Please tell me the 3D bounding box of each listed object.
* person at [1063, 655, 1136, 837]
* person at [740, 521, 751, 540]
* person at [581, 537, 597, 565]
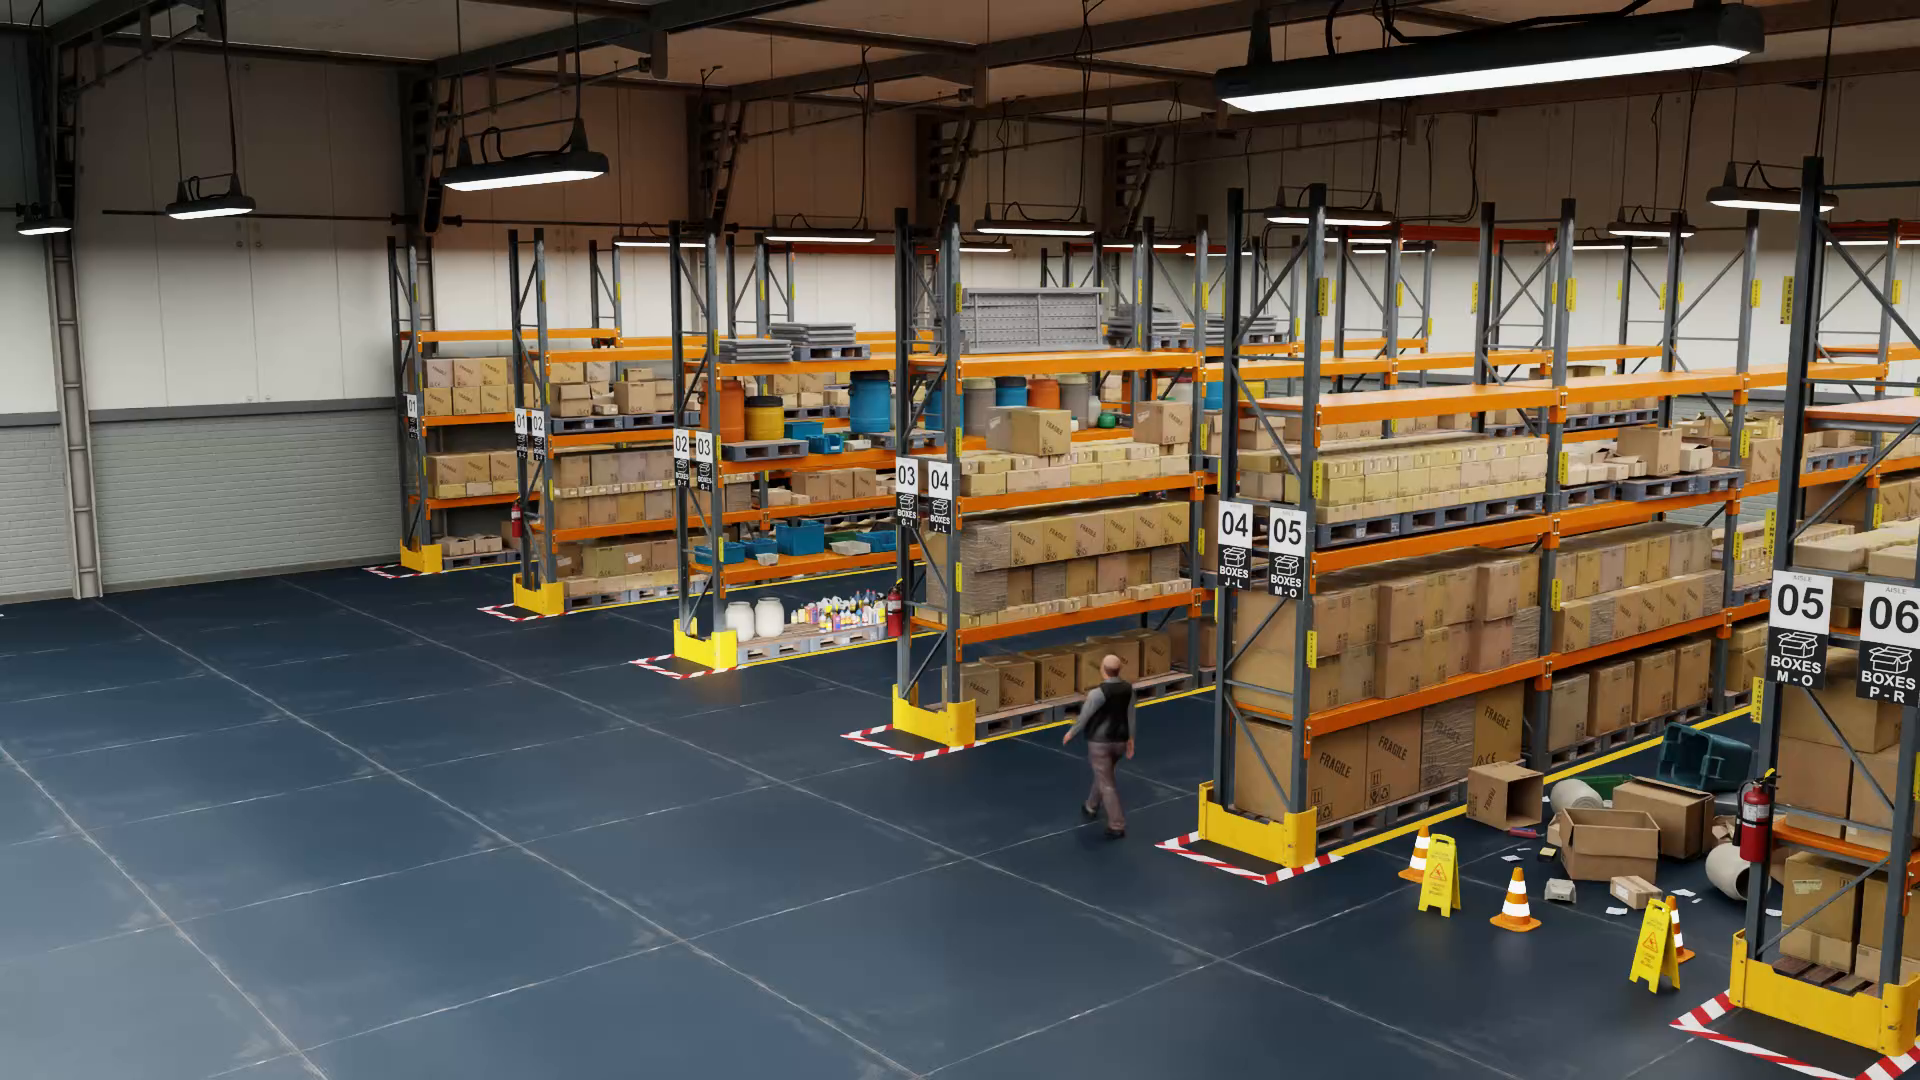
[{"bbox_3d":[1.335,1.905,15.814,0.620,1.668,0.954,-6,11,-33],"label":"person"},{"bbox_3d":[-4.253,-0.537,31.813,0.435,1.649,0.464,7,11,36],"label":"person"},{"bbox_3d":[-6.594,-0.216,29.280,0.524,1.766,0.526,-1,9,-5],"label":"person"}]
